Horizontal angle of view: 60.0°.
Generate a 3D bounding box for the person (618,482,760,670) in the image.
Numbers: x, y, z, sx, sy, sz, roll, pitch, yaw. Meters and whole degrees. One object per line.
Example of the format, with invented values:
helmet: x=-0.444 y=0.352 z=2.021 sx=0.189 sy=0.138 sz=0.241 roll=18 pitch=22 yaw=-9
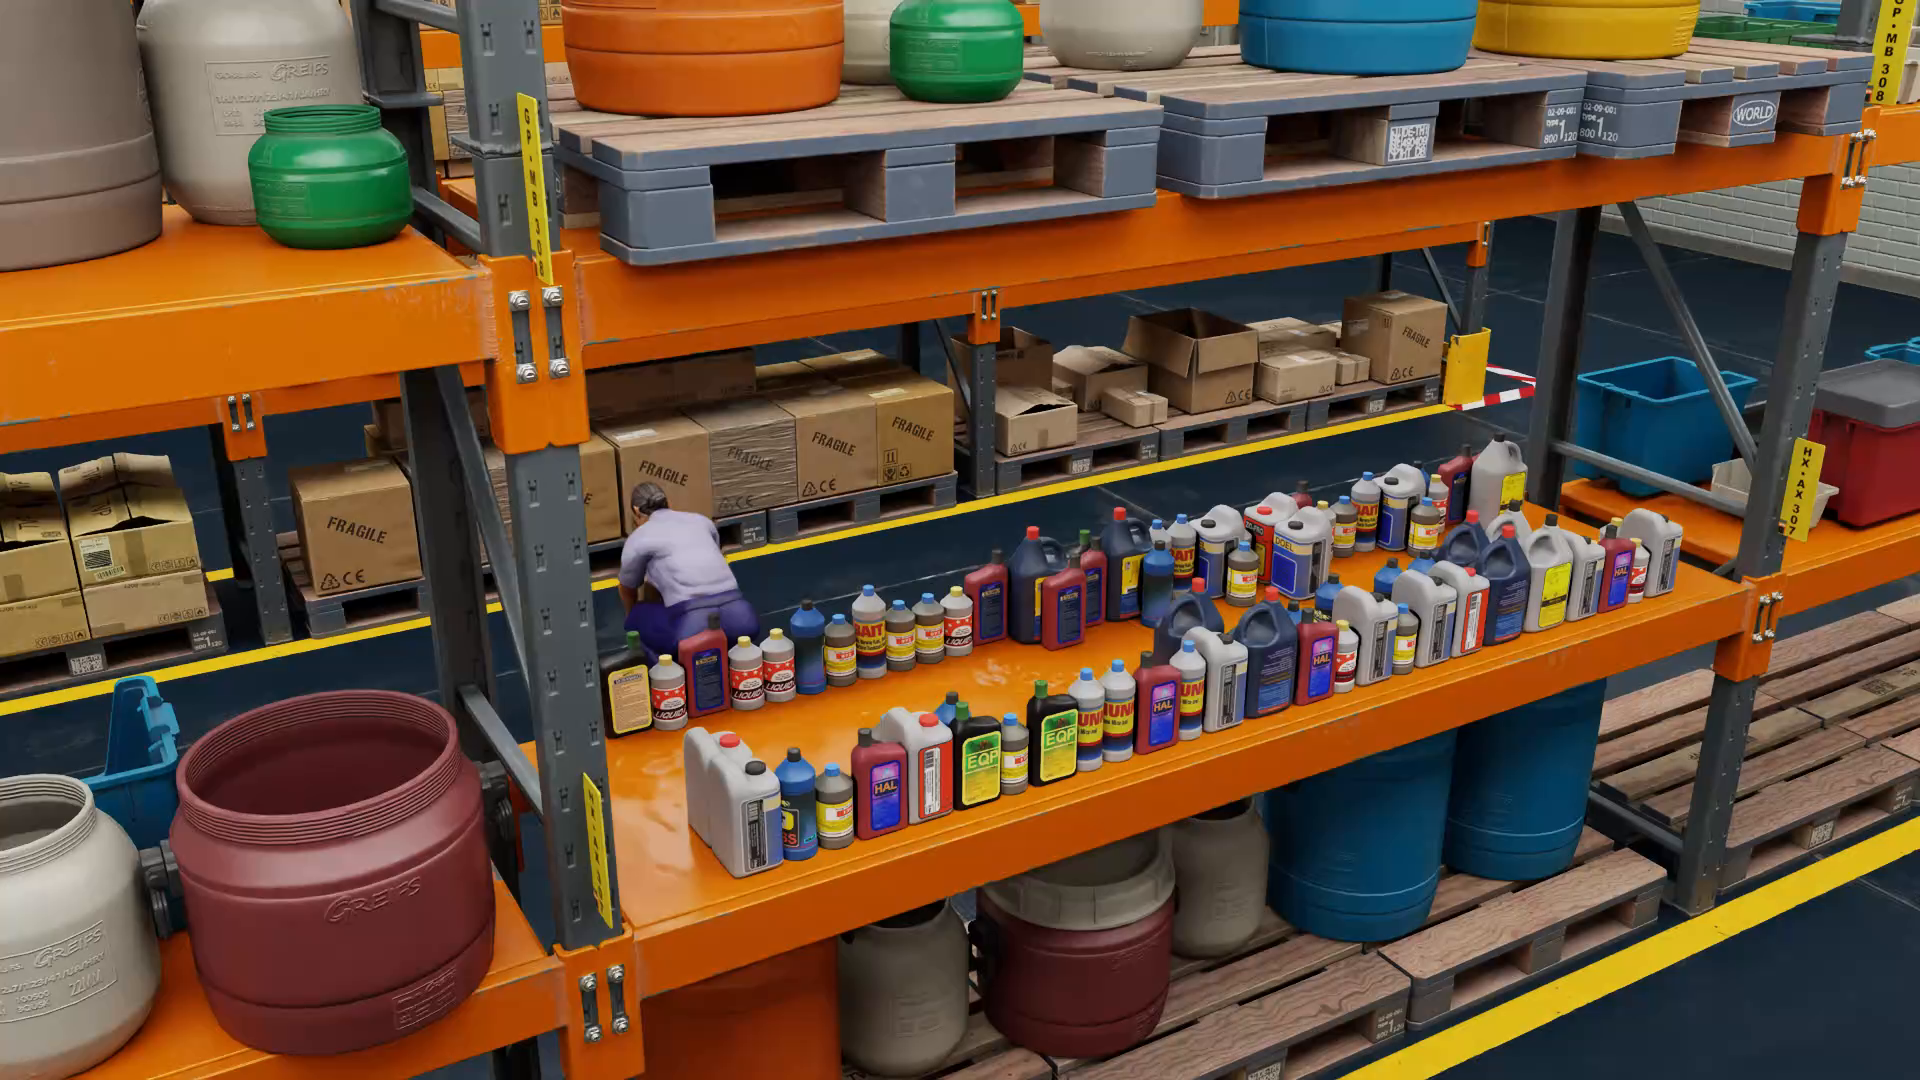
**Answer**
person: x=-1.246 y=0.236 z=7.514 sx=0.529 sy=0.919 sz=0.837 roll=-12 pitch=25 yaw=-28
